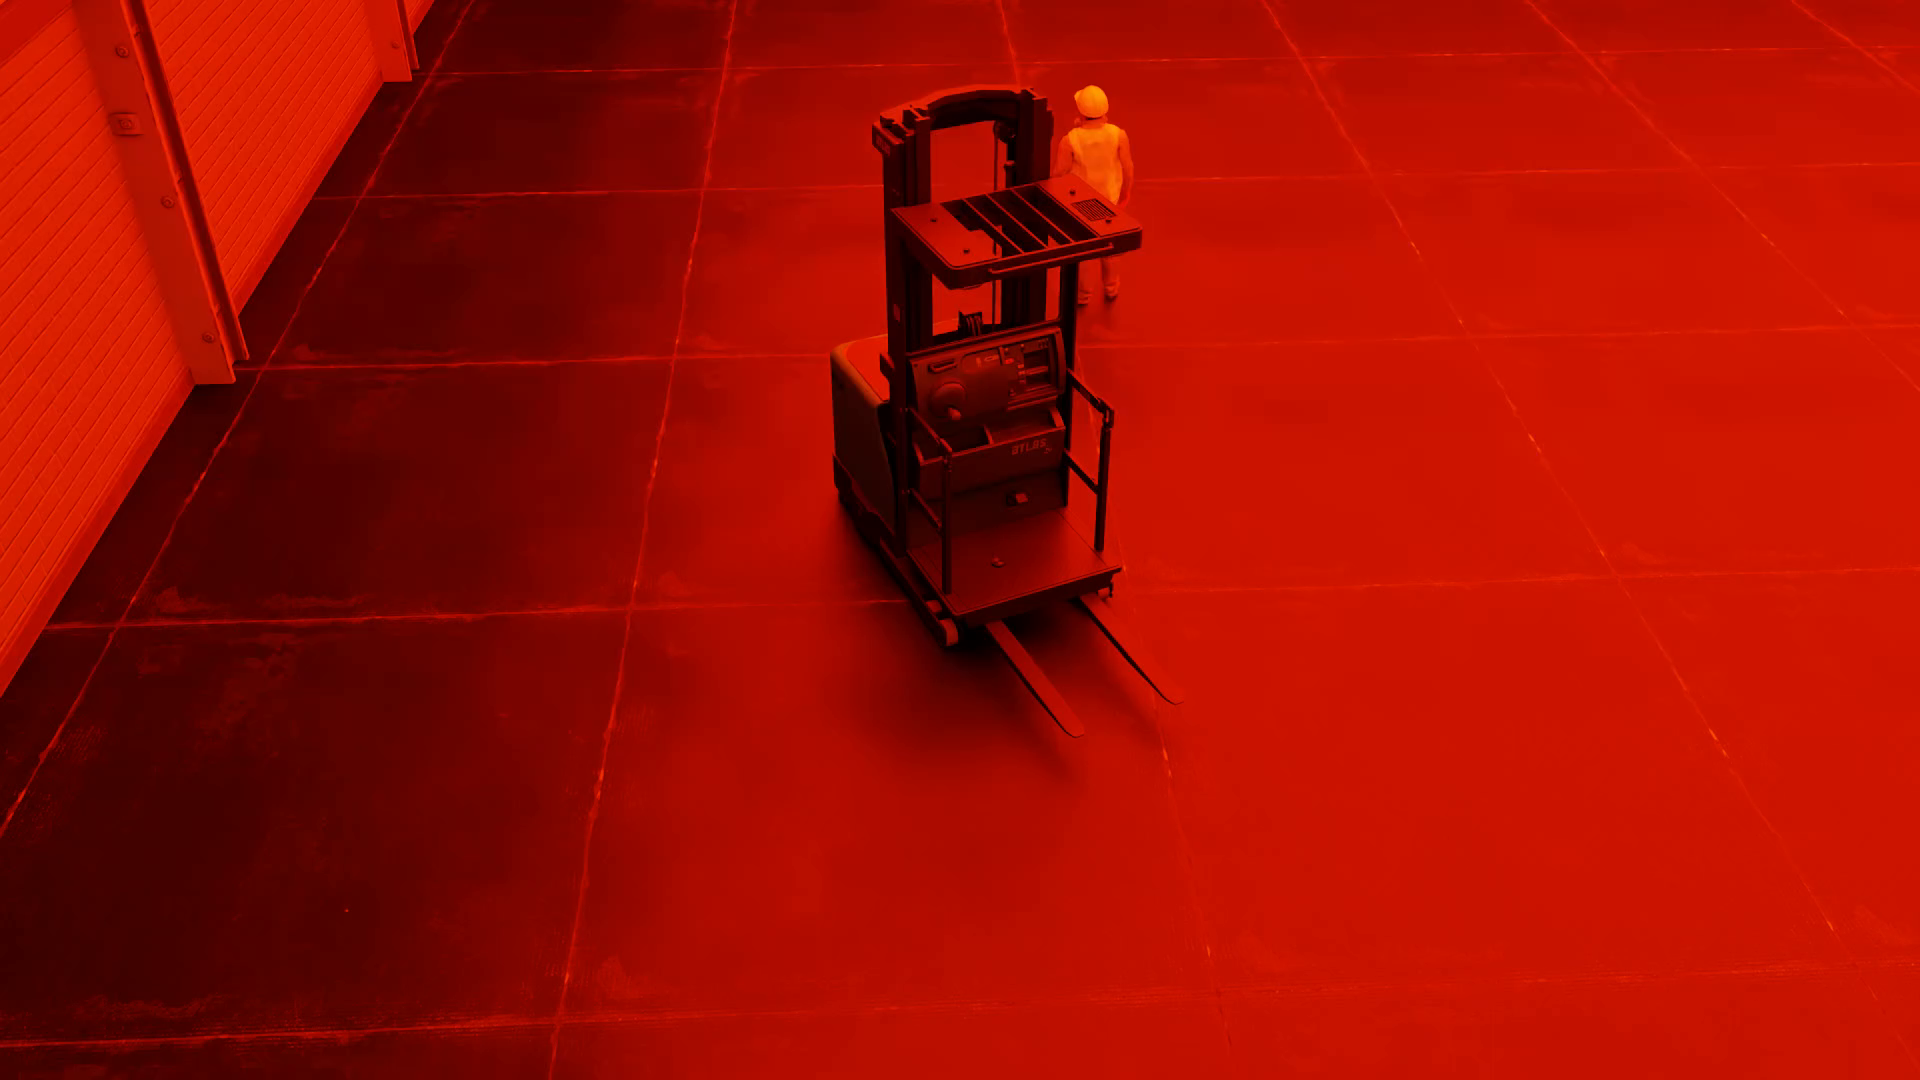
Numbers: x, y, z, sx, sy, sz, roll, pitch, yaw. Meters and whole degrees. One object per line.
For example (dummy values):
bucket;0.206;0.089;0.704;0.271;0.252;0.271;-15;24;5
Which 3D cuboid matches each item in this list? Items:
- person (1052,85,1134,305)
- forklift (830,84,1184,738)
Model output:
person;0.985;-2.627;12.588;0.629;1.774;0.566;-4;36;-5
forklift;0.258;-0.860;9.192;1.130;2.935;3.031;-15;39;-20
